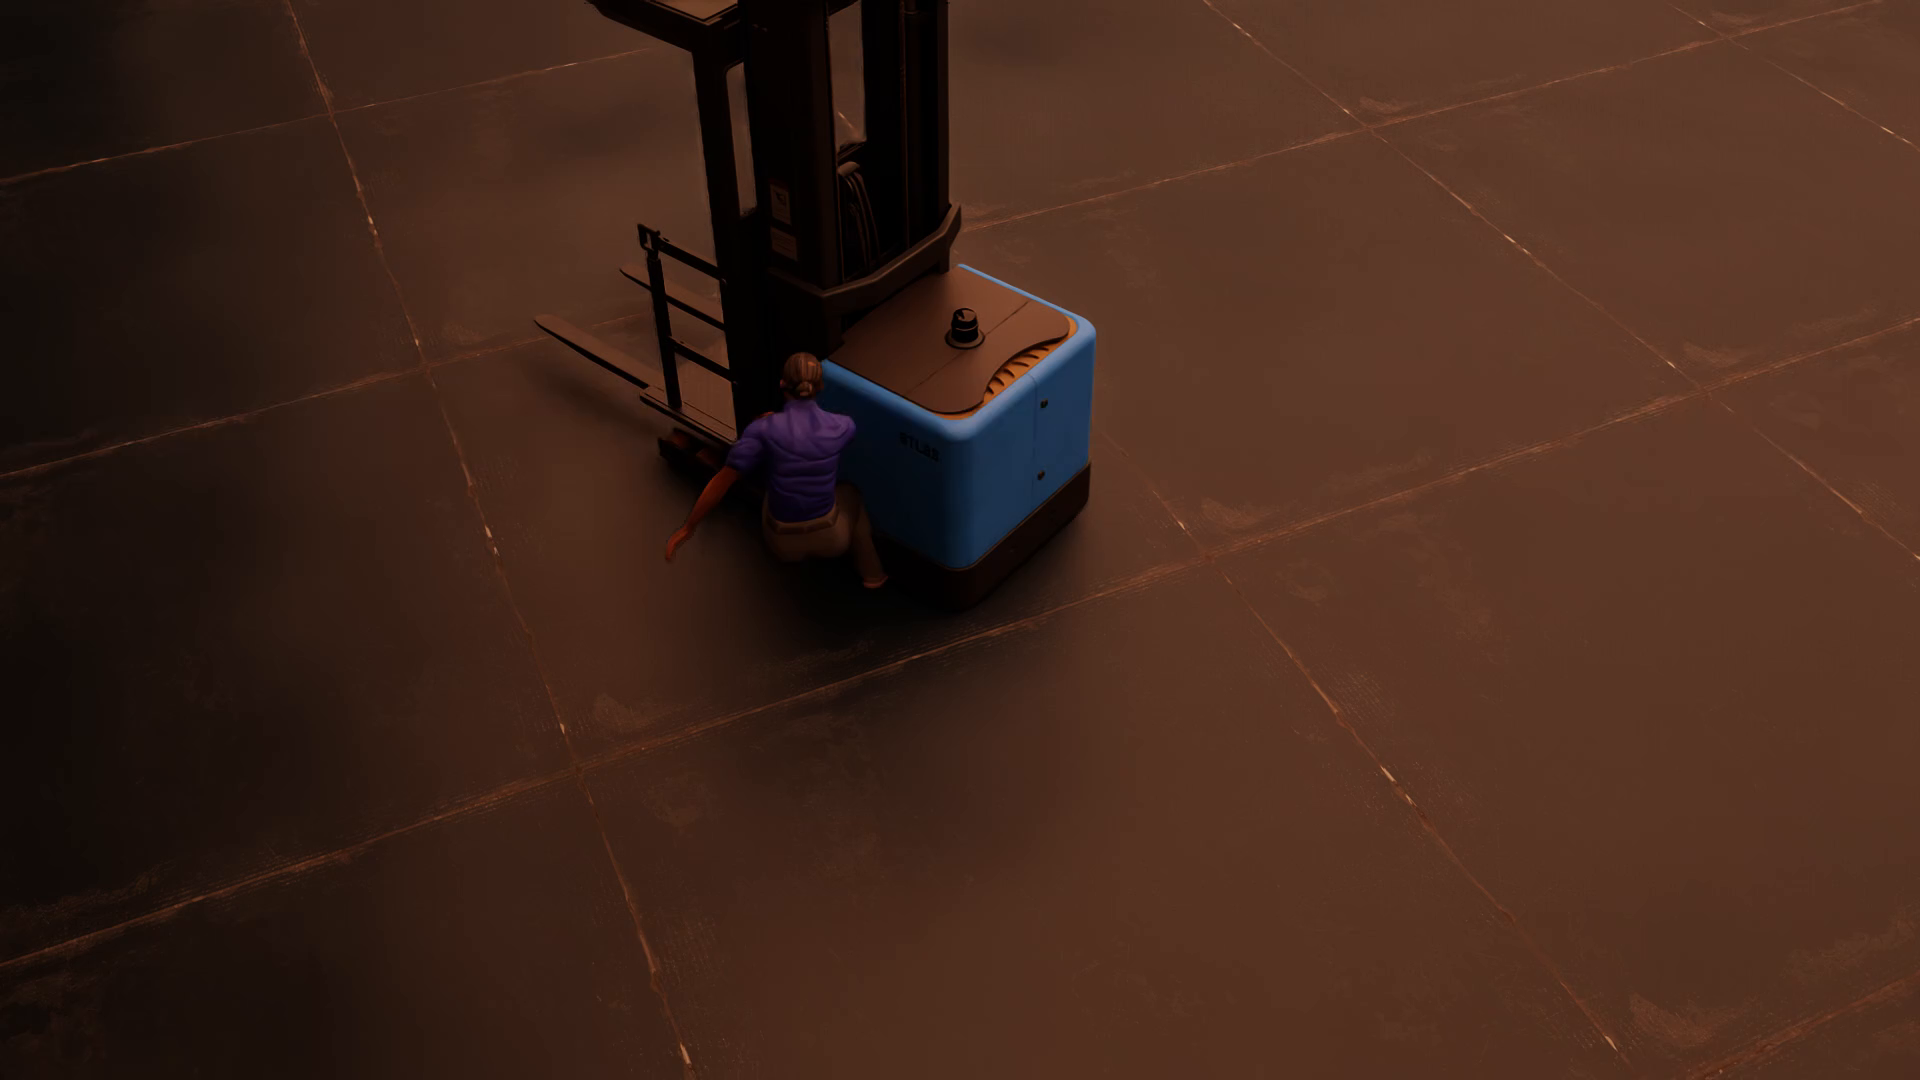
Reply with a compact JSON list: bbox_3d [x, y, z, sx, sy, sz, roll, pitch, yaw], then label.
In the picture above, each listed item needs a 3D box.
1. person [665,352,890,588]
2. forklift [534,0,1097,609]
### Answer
[{"bbox_3d":[-0.772,-0.218,7.134,0.998,1.374,0.904,-7,43,-7],"label":"person"},{"bbox_3d":[-0.853,-1.605,7.400,3.031,2.935,1.130,29,50,27],"label":"forklift"}]
